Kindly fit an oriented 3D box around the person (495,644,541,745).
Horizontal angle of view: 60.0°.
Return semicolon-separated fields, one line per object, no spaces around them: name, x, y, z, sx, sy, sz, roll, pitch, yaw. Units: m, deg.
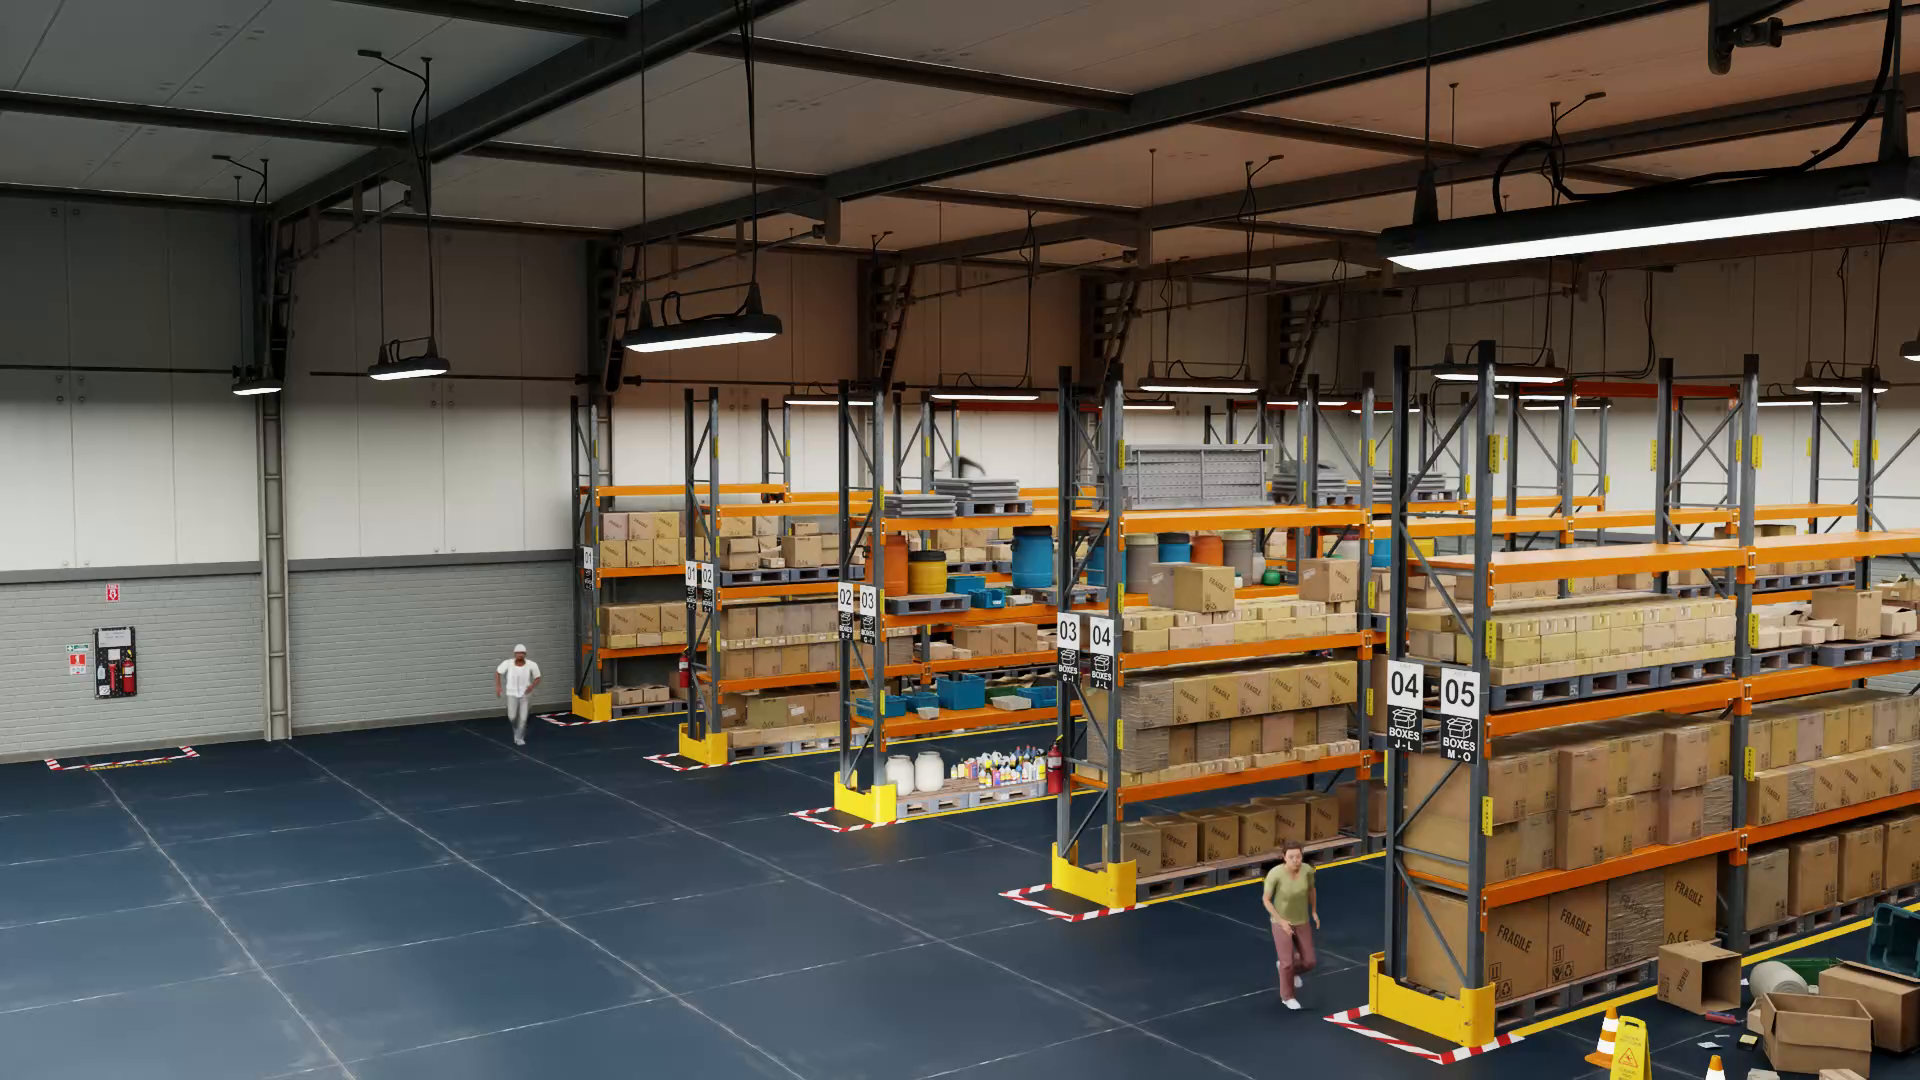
person;-7.452;2.612;28.034;0.753;1.719;0.557;-1;3;-10

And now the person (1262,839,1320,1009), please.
person;2.987;3.463;15.119;0.568;1.589;0.742;0;3;-7
